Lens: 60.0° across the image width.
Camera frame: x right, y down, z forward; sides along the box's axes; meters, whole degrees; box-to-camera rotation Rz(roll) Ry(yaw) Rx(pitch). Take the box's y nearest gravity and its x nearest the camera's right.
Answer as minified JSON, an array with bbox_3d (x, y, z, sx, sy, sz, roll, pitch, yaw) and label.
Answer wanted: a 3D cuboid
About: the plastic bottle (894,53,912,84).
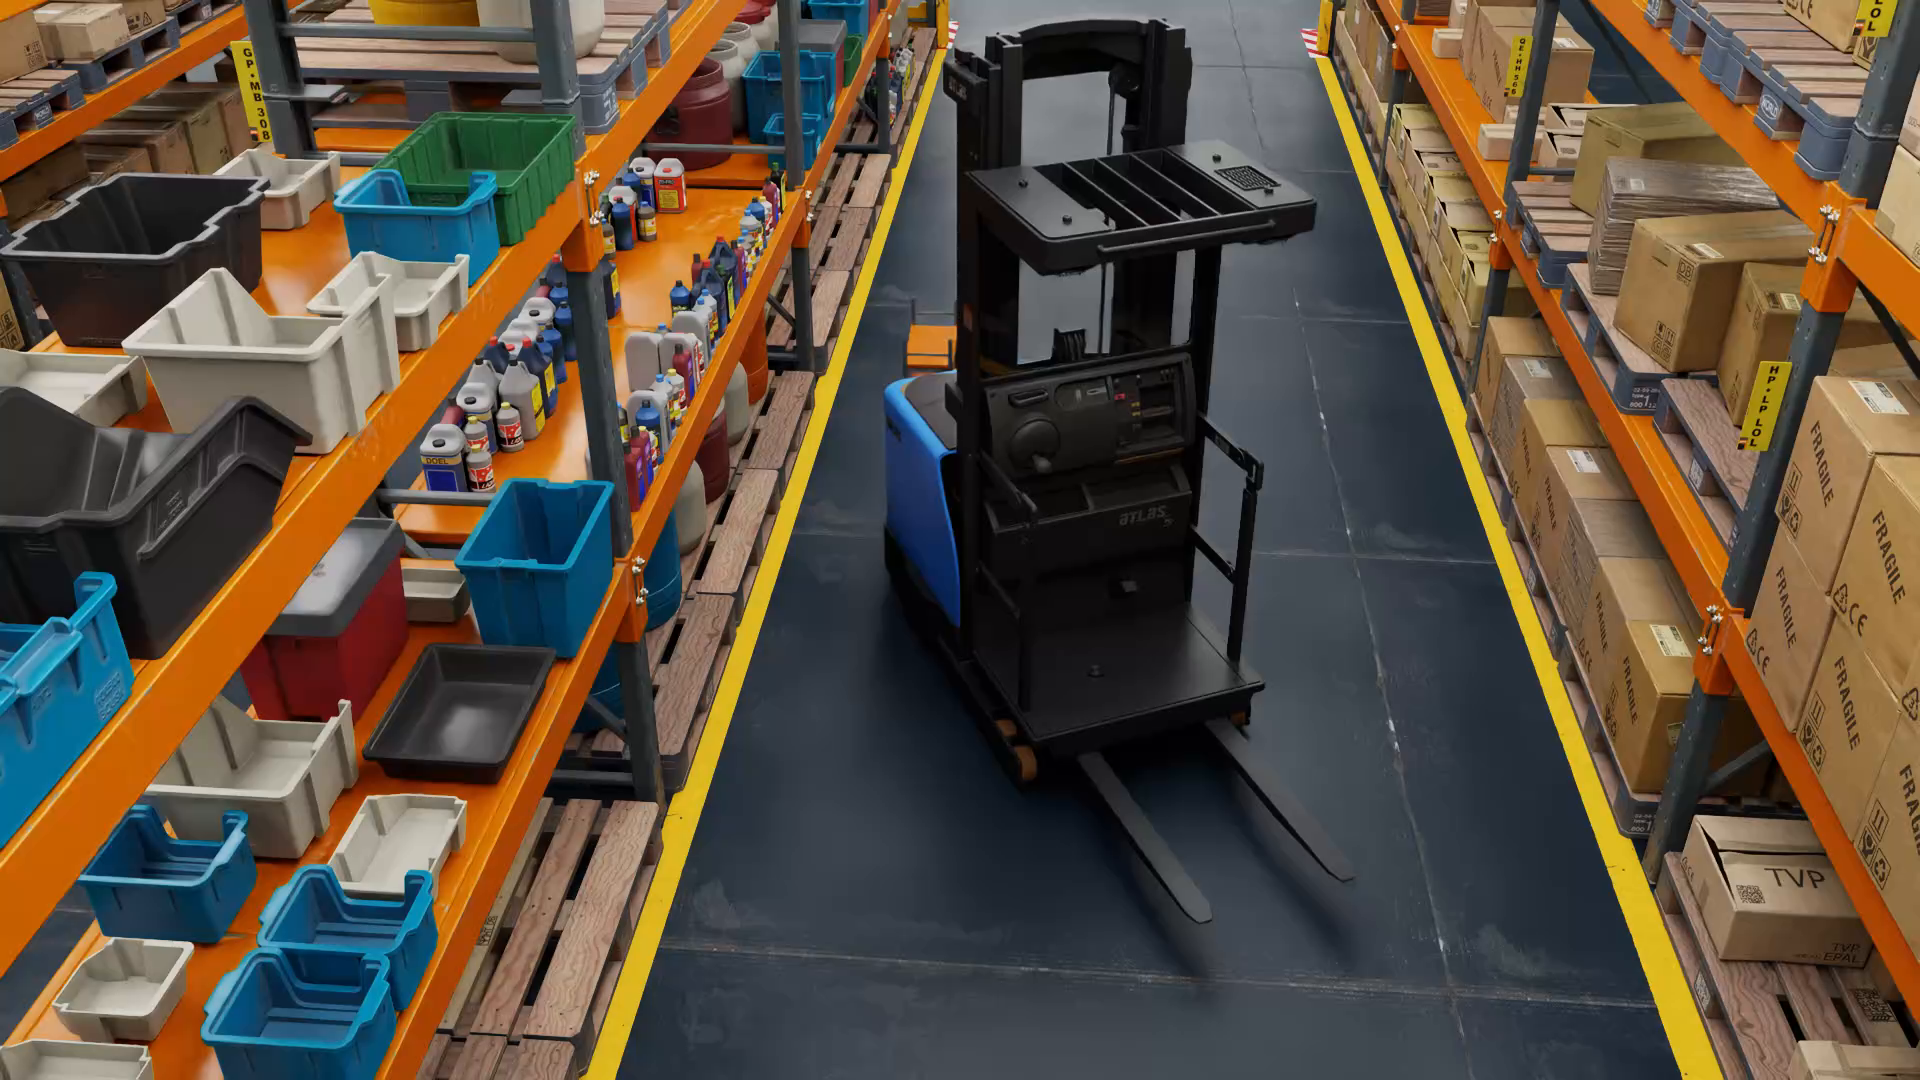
[{"bbox_3d":[-0.517,-4.260,14.980,0.152,0.276,0.135,2,32,3],"label":"plastic bottle"}]

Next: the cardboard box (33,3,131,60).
[{"bbox_3d":[-5.968,-3.424,11.190,0.500,0.250,0.500,2,32,3],"label":"cardboard box"}]

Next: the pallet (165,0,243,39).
[{"bbox_3d":[-6.215,-4.059,12.660,1.003,0.211,1.213,2,32,4],"label":"pallet"}]

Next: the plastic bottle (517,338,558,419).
[{"bbox_3d":[-1.815,-0.703,7.079,0.144,0.351,0.185,2,32,4],"label":"plastic bottle"}]

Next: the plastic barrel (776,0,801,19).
[{"bbox_3d":[-1.368,-3.889,12.073,0.433,0.535,0.433,0,32,0],"label":"plastic barrel"}]

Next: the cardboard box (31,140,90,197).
[{"bbox_3d":[-6.276,-2.514,11.219,0.500,0.250,0.500,6,32,10],"label":"cardboard box"}]

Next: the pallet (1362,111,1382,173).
[{"bbox_3d":[3.972,-3.336,13.962,1.003,0.211,1.213,2,32,4],"label":"pallet"}]

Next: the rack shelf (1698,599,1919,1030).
[{"bbox_3d":[3.051,1.426,4.262,1.077,0.370,4.000,2,32,4],"label":"rack shelf"}]

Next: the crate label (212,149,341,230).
[{"bbox_3d":[-2.050,-1.060,5.004,0.293,0.136,0.466,2,32,4],"label":"crate label"}]

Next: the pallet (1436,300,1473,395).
[{"bbox_3d":[3.646,-1.259,10.592,1.003,0.211,1.213,2,32,4],"label":"pallet"}]

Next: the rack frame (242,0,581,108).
[{"bbox_3d":[-1.723,-2.693,4.543,1.000,3.000,0.127,2,32,4],"label":"rack frame"}]

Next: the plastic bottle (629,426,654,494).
[{"bbox_3d":[-1.257,-0.333,6.542,0.061,0.283,0.133,2,32,4],"label":"plastic bottle"}]

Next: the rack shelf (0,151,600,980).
[{"bbox_3d":[-1.885,-0.064,3.822,1.077,0.370,4.000,2,32,4],"label":"rack shelf"}]

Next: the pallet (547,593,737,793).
[{"bbox_3d":[-1.618,0.646,7.500,1.003,0.211,1.213,2,32,4],"label":"pallet"}]

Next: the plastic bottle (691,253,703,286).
[{"bbox_3d":[-1.256,-1.263,8.052,0.061,0.283,0.133,2,32,4],"label":"plastic bottle"}]

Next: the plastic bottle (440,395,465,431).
[{"bbox_3d":[-2.039,-0.432,6.704,0.061,0.283,0.133,2,32,4],"label":"plastic bottle"}]

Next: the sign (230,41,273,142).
[{"bbox_3d":[-2.271,-1.445,5.367,0.100,0.325,0.005,2,32,4],"label":"sign"}]

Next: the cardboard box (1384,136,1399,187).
[{"bbox_3d":[3.586,-2.917,12.845,0.500,0.250,0.500,2,32,3],"label":"cardboard box"}]

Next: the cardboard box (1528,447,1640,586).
[{"bbox_3d":[3.098,-0.106,8.025,0.500,0.500,0.500,1,32,2],"label":"cardboard box"}]

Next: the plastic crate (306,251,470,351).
[{"bbox_3d":[-1.447,-0.623,4.294,0.293,0.136,0.466,2,32,4],"label":"plastic crate"}]

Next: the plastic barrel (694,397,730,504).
[{"bbox_3d":[-1.512,-0.536,8.659,0.600,0.588,0.708,2,32,4],"label":"plastic barrel"}]

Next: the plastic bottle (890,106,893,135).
[{"bbox_3d":[-0.608,-3.496,13.745,0.097,0.271,0.097,0,32,0],"label":"plastic bottle"}]

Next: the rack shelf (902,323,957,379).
[{"bbox_3d":[-0.144,-0.923,8.354,0.258,0.148,0.480,2,32,3],"label":"rack shelf"}]

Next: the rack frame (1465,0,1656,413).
[{"bbox_3d":[3.540,-2.017,9.164,1.000,3.000,0.127,2,32,4],"label":"rack frame"}]

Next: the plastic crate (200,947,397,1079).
[{"bbox_3d":[-1.593,1.195,4.055,0.416,0.233,0.300,2,32,4],"label":"plastic crate"}]

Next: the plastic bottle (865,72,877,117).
[{"bbox_3d":[-0.736,-3.793,14.151,0.144,0.351,0.185,2,32,4],"label":"plastic bottle"}]

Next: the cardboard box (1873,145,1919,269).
[{"bbox_3d":[2.928,-0.895,4.627,0.500,0.250,0.500,2,32,4],"label":"cardboard box"}]

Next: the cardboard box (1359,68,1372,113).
[{"bbox_3d":[3.762,-3.892,14.427,0.500,0.250,0.500,2,32,4],"label":"cardboard box"}]

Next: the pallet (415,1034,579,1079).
[{"bbox_3d":[-1.840,2.074,5.184,1.003,0.211,1.213,2,32,4],"label":"pallet"}]

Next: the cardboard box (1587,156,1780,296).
[{"bbox_3d":[3.336,-1.435,7.723,0.700,0.500,0.500,8,33,13],"label":"cardboard box"}]

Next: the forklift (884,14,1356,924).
[{"bbox_3d":[0.630,-0.463,6.708,1.130,2.935,3.031,-12,33,-18],"label":"forklift"}]

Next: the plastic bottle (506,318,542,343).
[{"bbox_3d":[-1.931,-0.831,7.358,0.152,0.276,0.135,2,32,4],"label":"plastic bottle"}]

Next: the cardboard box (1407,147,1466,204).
[{"bbox_3d":[3.497,-2.618,11.825,0.500,0.311,0.500,1,32,2],"label":"cardboard box"}]

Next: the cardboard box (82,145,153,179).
[{"bbox_3d":[-6.227,-2.504,11.918,0.700,0.500,0.500,5,32,8],"label":"cardboard box"}]

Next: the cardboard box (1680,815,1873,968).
[{"bbox_3d":[2.964,1.242,6.019,0.500,0.311,0.500,2,32,4],"label":"cardboard box"}]

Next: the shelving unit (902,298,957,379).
[{"bbox_3d":[-0.144,-0.588,8.561,0.258,1.200,0.503,2,32,3],"label":"shelving unit"}]

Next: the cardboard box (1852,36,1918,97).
[{"bbox_3d":[3.329,-1.727,5.243,0.600,0.600,0.600,0,32,-1],"label":"cardboard box"}]

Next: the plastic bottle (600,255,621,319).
[{"bbox_3d":[-1.722,-1.253,7.971,0.144,0.351,0.185,2,32,4],"label":"plastic bottle"}]

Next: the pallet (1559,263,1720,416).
[{"bbox_3d":[3.386,-0.919,7.564,1.003,0.211,1.213,2,32,4],"label":"pallet"}]

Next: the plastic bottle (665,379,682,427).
[{"bbox_3d":[-1.231,-0.582,7.025,0.097,0.201,0.097,0,32,0],"label":"plastic bottle"}]

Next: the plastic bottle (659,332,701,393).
[{"bbox_3d":[-1.230,-0.796,7.301,0.152,0.276,0.135,2,32,4],"label":"plastic bottle"}]

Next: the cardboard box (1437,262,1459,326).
[{"bbox_3d":[3.378,-1.581,10.677,0.500,0.250,0.500,2,32,3],"label":"cardboard box"}]

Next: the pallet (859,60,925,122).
[{"bbox_3d":[-0.878,-4.124,15.241,1.003,0.211,1.213,2,32,4],"label":"pallet"}]

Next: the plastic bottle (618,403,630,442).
[{"bbox_3d":[-1.401,-0.467,6.839,0.097,0.201,0.097,0,32,0],"label":"plastic bottle"}]

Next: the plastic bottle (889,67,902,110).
[{"bbox_3d":[-0.577,-3.885,14.301,0.144,0.351,0.185,1,32,2],"label":"plastic bottle"}]

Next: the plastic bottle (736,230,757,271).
[{"bbox_3d":[-1.091,-1.482,8.485,0.097,0.201,0.097,0,32,0],"label":"plastic bottle"}]

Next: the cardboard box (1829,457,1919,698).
[{"bbox_3d":[2.854,0.110,4.664,0.500,0.500,0.500,2,32,2],"label":"cardboard box"}]

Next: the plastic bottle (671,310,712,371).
[{"bbox_3d":[-1.211,-0.918,7.498,0.152,0.276,0.135,2,32,4],"label":"plastic bottle"}]

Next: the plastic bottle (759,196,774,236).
[{"bbox_3d":[-1.051,-1.736,8.898,0.097,0.201,0.097,0,32,0],"label":"plastic bottle"}]

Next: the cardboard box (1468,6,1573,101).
[{"bbox_3d":[3.703,-3.213,11.010,0.500,0.500,0.500,3,32,4],"label":"cardboard box"}]

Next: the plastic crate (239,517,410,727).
[{"bbox_3d":[-2.045,0.264,5.344,0.402,0.464,0.583,2,32,4],"label":"plastic crate"}]

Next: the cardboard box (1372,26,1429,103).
[{"bbox_3d":[3.738,-3.949,13.805,0.500,0.500,0.500,2,32,4],"label":"cardboard box"}]

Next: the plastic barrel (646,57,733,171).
[{"bbox_3d":[-1.661,-2.544,9.890,0.600,0.536,0.708,2,32,4],"label":"plastic barrel"}]

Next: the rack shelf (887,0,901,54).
[{"bbox_3d":[-0.908,-5.062,14.791,1.077,0.370,4.000,2,32,4],"label":"rack shelf"}]

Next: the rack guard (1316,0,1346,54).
[{"bbox_3d":[4.193,-5.149,16.629,1.175,0.500,0.348,2,32,4],"label":"rack guard"}]

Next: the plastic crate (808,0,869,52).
[{"bbox_3d":[-0.851,-3.726,11.952,0.392,0.384,0.575,2,32,4],"label":"plastic crate"}]

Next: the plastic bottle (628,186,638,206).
[{"bbox_3d":[-1.799,-1.823,9.039,0.097,0.201,0.097,0,32,0],"label":"plastic bottle"}]

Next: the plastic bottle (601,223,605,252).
[{"bbox_3d":[-1.867,-1.538,8.498,0.061,0.283,0.133,2,32,4],"label":"plastic bottle"}]

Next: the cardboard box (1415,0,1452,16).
[{"bbox_3d":[3.895,-4.384,12.909,0.700,0.500,0.500,2,32,3],"label":"cardboard box"}]
